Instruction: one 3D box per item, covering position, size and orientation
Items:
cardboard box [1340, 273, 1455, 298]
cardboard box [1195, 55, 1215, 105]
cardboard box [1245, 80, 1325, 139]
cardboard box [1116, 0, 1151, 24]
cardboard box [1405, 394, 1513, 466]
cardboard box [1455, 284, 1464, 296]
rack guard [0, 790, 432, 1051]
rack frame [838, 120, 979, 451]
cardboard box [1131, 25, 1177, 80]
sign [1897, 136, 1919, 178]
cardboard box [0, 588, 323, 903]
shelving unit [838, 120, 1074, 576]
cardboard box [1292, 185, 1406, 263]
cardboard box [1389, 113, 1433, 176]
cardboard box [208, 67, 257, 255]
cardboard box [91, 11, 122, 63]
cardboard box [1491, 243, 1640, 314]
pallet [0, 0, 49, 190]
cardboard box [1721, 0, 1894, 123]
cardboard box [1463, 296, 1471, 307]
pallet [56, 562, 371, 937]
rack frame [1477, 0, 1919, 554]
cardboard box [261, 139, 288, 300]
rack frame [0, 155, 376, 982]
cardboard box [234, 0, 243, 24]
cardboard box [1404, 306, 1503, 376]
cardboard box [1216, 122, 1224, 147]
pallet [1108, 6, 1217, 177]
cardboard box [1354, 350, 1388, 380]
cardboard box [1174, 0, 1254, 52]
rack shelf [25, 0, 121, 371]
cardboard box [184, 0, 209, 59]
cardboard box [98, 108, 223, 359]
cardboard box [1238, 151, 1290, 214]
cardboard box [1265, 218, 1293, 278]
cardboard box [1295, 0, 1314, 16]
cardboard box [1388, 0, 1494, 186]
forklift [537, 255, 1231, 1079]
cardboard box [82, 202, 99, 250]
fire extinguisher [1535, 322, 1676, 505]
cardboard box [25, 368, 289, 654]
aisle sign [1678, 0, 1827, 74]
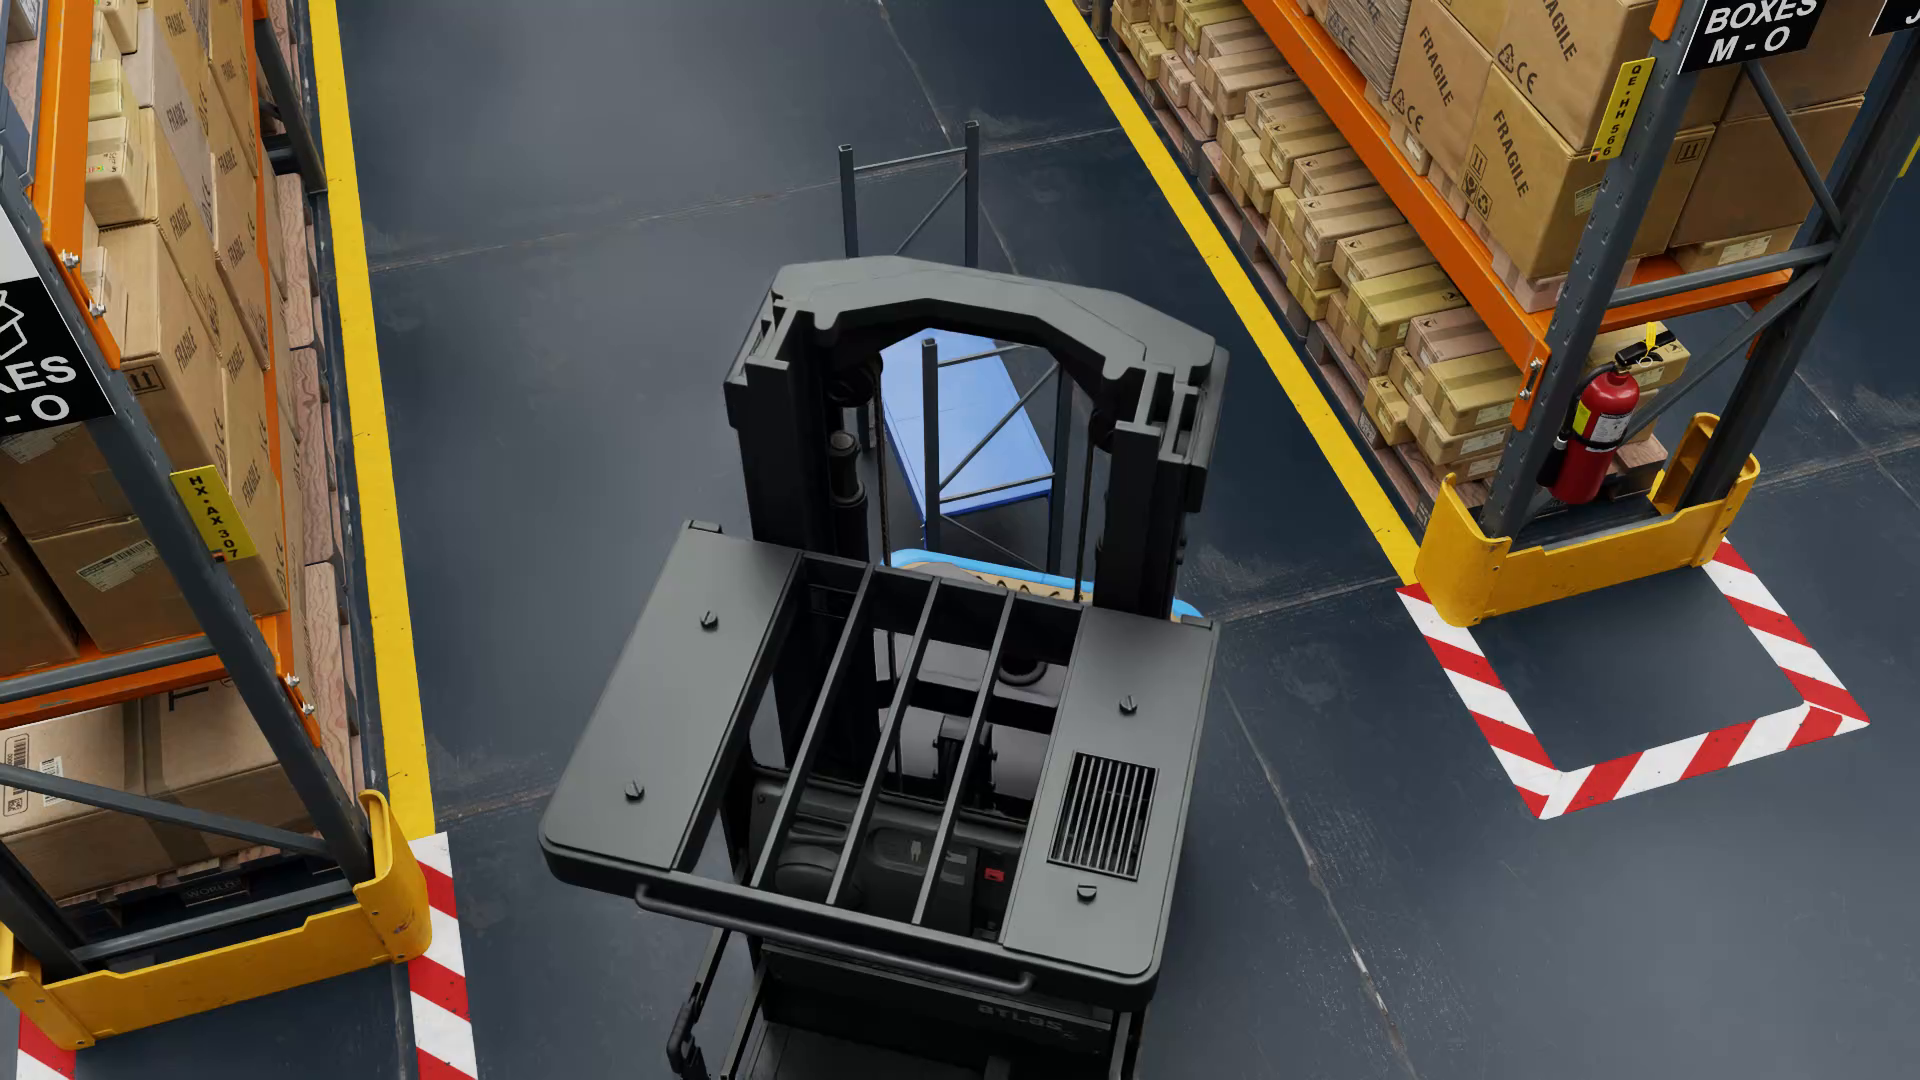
[{"bbox_3d":[1.807,-1.058,6.865,0.380,0.149,0.250,-14,51,-11],"label":"cardboard box"},{"bbox_3d":[1.335,-2.191,7.820,0.380,0.149,0.250,-16,52,-13],"label":"cardboard box"},{"bbox_3d":[1.495,-1.899,7.380,0.380,0.149,0.250,-15,52,-12],"label":"cardboard box"},{"bbox_3d":[0.990,-2.723,8.269,0.380,0.149,0.250,-11,51,-9],"label":"cardboard box"},{"bbox_3d":[1.943,-0.460,6.361,0.380,0.149,0.250,-15,51,-12],"label":"cardboard box"},{"bbox_3d":[2.316,-1.062,7.063,0.380,0.149,0.250,-13,51,-11],"label":"cardboard box"},{"bbox_3d":[-2.320,1.190,5.210,1.175,0.500,0.348,-13,51,-11],"label":"rack guard"},{"bbox_3d":[-0.176,-0.917,6.332,0.500,1.500,0.032,-13,51,-11],"label":"rack frame"},{"bbox_3d":[1.068,-2.431,8.217,0.380,0.149,0.250,-12,51,-10],"label":"cardboard box"},{"bbox_3d":[2.890,-1.228,5.047,0.100,0.325,0.005,-13,51,-11],"label":"sign"},{"bbox_3d":[-2.618,0.598,5.475,0.875,0.438,0.875,-15,51,-12],"label":"cardboard box"},{"bbox_3d":[-0.025,-0.546,6.019,0.538,1.500,1.048,-13,51,-11],"label":"shelving unit"},{"bbox_3d":[1.607,-1.308,6.881,0.380,0.149,0.250,-12,51,-10],"label":"cardboard box"},{"bbox_3d":[1.781,-1.470,5.982,0.380,0.149,0.250,-12,51,-10],"label":"cardboard box"},{"bbox_3d":[-2.668,-1.182,5.509,0.500,0.500,0.500,-12,51,-10],"label":"cardboard box"},{"bbox_3d":[-2.503,-1.278,4.511,0.380,0.149,0.250,-13,51,-11],"label":"cardboard box"},{"bbox_3d":[2.005,-0.920,5.517,0.380,0.149,0.250,-13,51,-11],"label":"cardboard box"},{"bbox_3d":[-2.556,-1.111,3.610,1.003,0.211,1.213,-13,51,-11],"label":"pallet"},{"bbox_3d":[2.493,-1.665,5.067,0.500,0.500,0.500,-14,51,-11],"label":"cardboard box"},{"bbox_3d":[2.278,-0.951,6.775,0.380,0.149,0.250,-13,51,-11],"label":"cardboard box"},{"bbox_3d":[-2.638,0.699,5.812,1.003,0.211,1.213,-13,51,-11],"label":"pallet"},{"bbox_3d":[2.372,-0.826,5.274,1.000,3.000,0.127,-13,51,-11],"label":"rack frame"},{"bbox_3d":[-3.427,-1.381,7.143,0.875,0.438,0.875,-14,51,-12],"label":"cardboard box"},{"bbox_3d":[-2.327,0.367,4.269,1.000,3.000,0.127,-13,51,-11],"label":"rack frame"},{"bbox_3d":[-3.129,-2.306,6.456,0.500,0.500,0.500,-13,51,-11],"label":"cardboard box"},{"bbox_3d":[1.954,-0.760,6.420,0.380,0.149,0.250,-12,51,-10],"label":"cardboard box"},{"bbox_3d":[1.427,-1.899,7.768,0.380,0.149,0.250,-15,52,-13],"label":"cardboard box"},{"bbox_3d":[1.421,-2.366,8.397,1.003,0.211,1.213,-13,51,-11],"label":"pallet"},{"bbox_3d":[1.848,-0.757,6.806,0.380,0.149,0.250,-14,51,-11],"label":"cardboard box"},{"bbox_3d":[1.240,-2.469,7.860,0.380,0.149,0.250,-14,51,-11],"label":"cardboard box"},{"bbox_3d":[-2.918,-1.829,4.628,1.077,0.370,4.000,-13,51,-11],"label":"rack shelf"},{"bbox_3d":[-2.805,-1.885,5.447,0.500,0.500,0.500,-13,51,-10],"label":"cardboard box"},{"bbox_3d":[-2.356,-0.779,4.515,0.500,0.500,0.500,-15,51,-12],"label":"cardboard box"},{"bbox_3d":[1.456,-1.600,7.322,0.380,0.149,0.250,-13,51,-11],"label":"cardboard box"},{"bbox_3d":[1.566,-1.311,7.273,0.380,0.149,0.250,-12,51,-10],"label":"cardboard box"},{"bbox_3d":[1.520,-2.250,6.639,0.380,0.149,0.250,-12,51,-10],"label":"cardboard box"},{"bbox_3d":[1.846,-1.602,5.668,0.500,0.500,0.500,-14,51,-12],"label":"cardboard box"},{"bbox_3d":[-0.101,0.944,3.827,1.130,2.935,3.031,11,51,9],"label":"forklift"},{"bbox_3d":[-2.313,-0.694,4.019,0.380,0.149,0.250,-12,51,-10],"label":"cardboard box"},{"bbox_3d":[2.005,-0.393,5.203,0.296,0.674,0.183,-13,51,-11],"label":"fire extinguisher"},{"bbox_3d":[-2.195,-0.081,4.581,0.500,0.500,0.500,-14,51,-11],"label":"cardboard box"},{"bbox_3d":[2.107,-1.543,4.178,0.394,0.787,0.004,-13,51,-11],"label":"aisle sign"}]
